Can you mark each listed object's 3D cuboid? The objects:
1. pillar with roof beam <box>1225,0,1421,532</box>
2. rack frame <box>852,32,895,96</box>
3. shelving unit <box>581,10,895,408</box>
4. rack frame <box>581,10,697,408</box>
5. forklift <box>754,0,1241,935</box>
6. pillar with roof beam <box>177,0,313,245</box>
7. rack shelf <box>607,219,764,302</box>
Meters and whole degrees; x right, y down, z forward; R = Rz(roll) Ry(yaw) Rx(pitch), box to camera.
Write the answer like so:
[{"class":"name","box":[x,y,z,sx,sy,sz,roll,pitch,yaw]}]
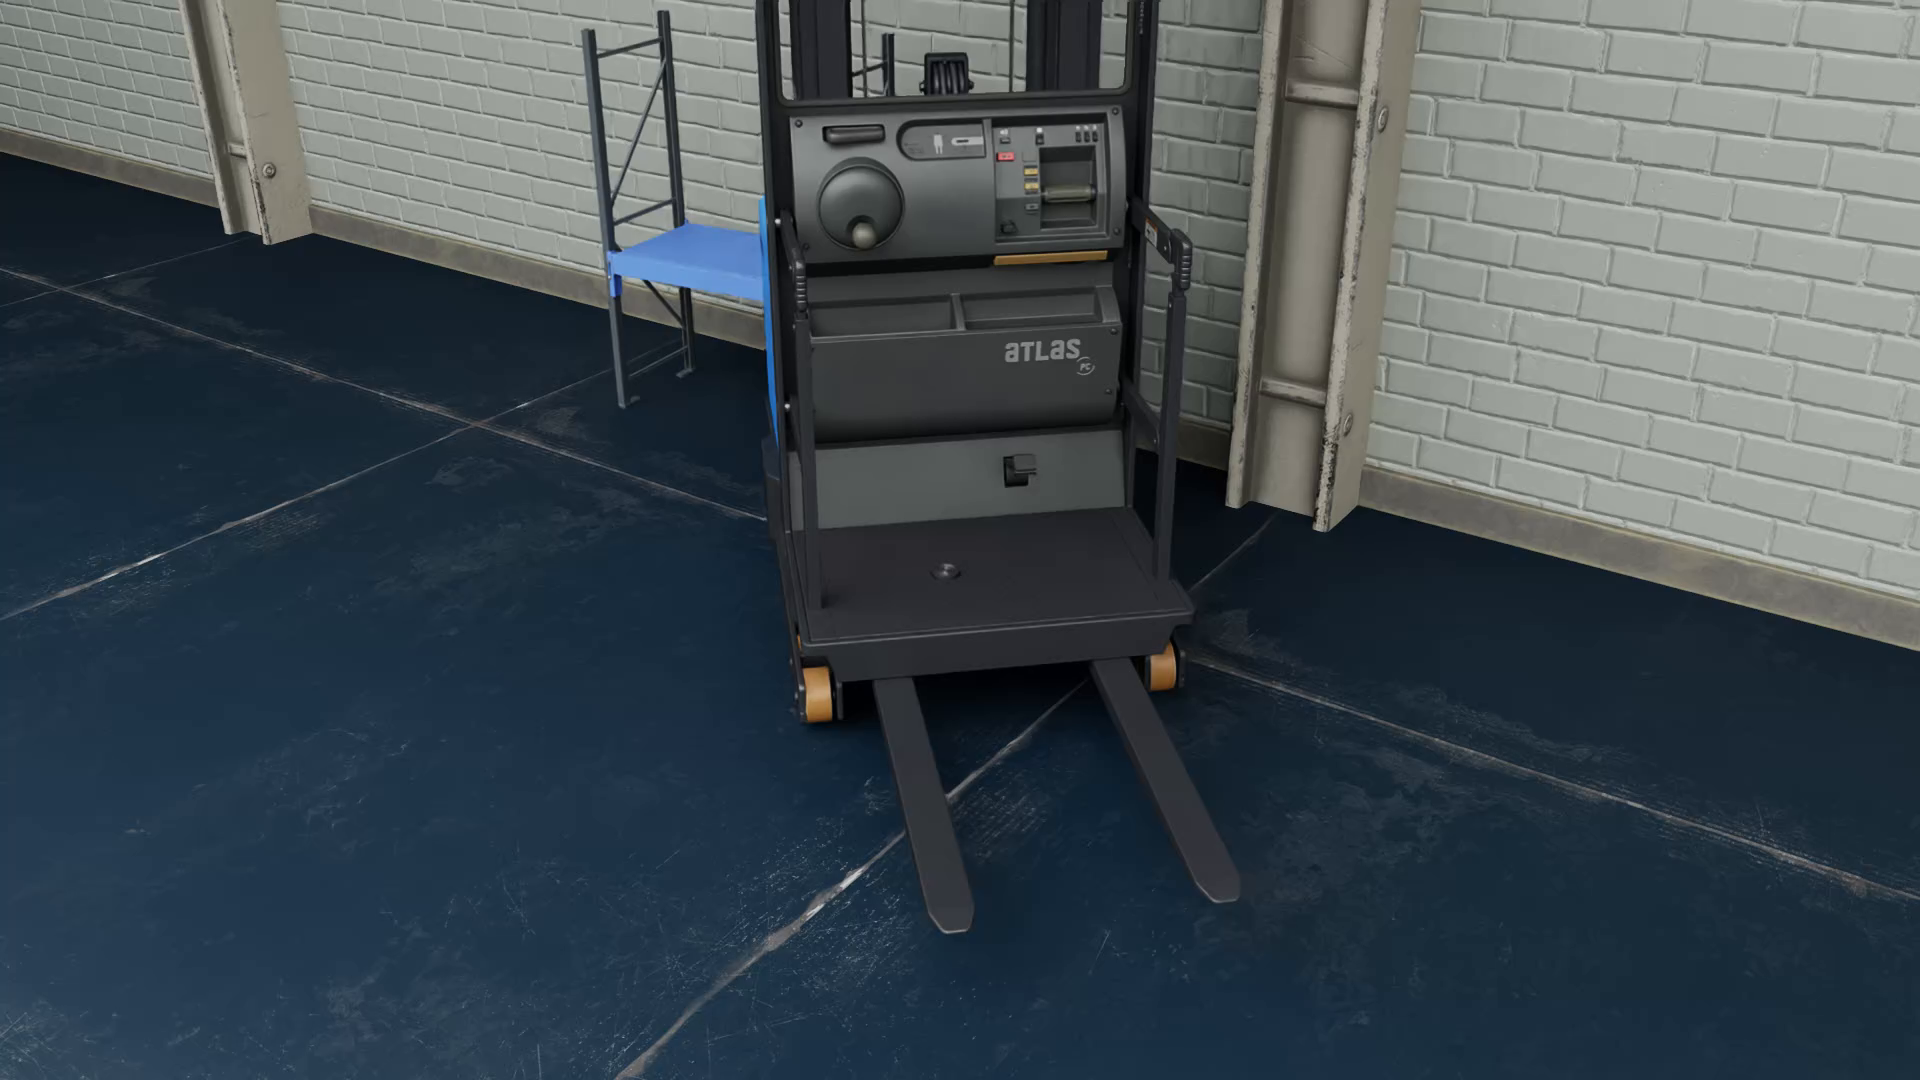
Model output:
[{"class":"pillar with roof beam","box":[-1.235,-2.534,0.808,0.400,9.000,9.100,17,32,30]},{"class":"rack frame","box":[-0.373,-1.098,6.253,0.032,1.500,0.500,14,30,25]},{"class":"shelving unit","box":[-0.822,-1.206,6.466,1.048,1.500,0.538,14,30,25]},{"class":"rack frame","box":[-1.271,-1.314,6.678,0.032,1.500,0.500,14,30,25]},{"class":"forklift","box":[0.039,-0.961,4.406,1.130,2.935,3.031,-4,27,-9]},{"class":"pillar with roof beam","box":[-6.180,-4.075,3.836,0.400,9.000,9.100,17,32,30]},{"class":"rack shelf","box":[-0.822,-1.045,6.547,1.000,0.185,0.538,14,30,25]}]
